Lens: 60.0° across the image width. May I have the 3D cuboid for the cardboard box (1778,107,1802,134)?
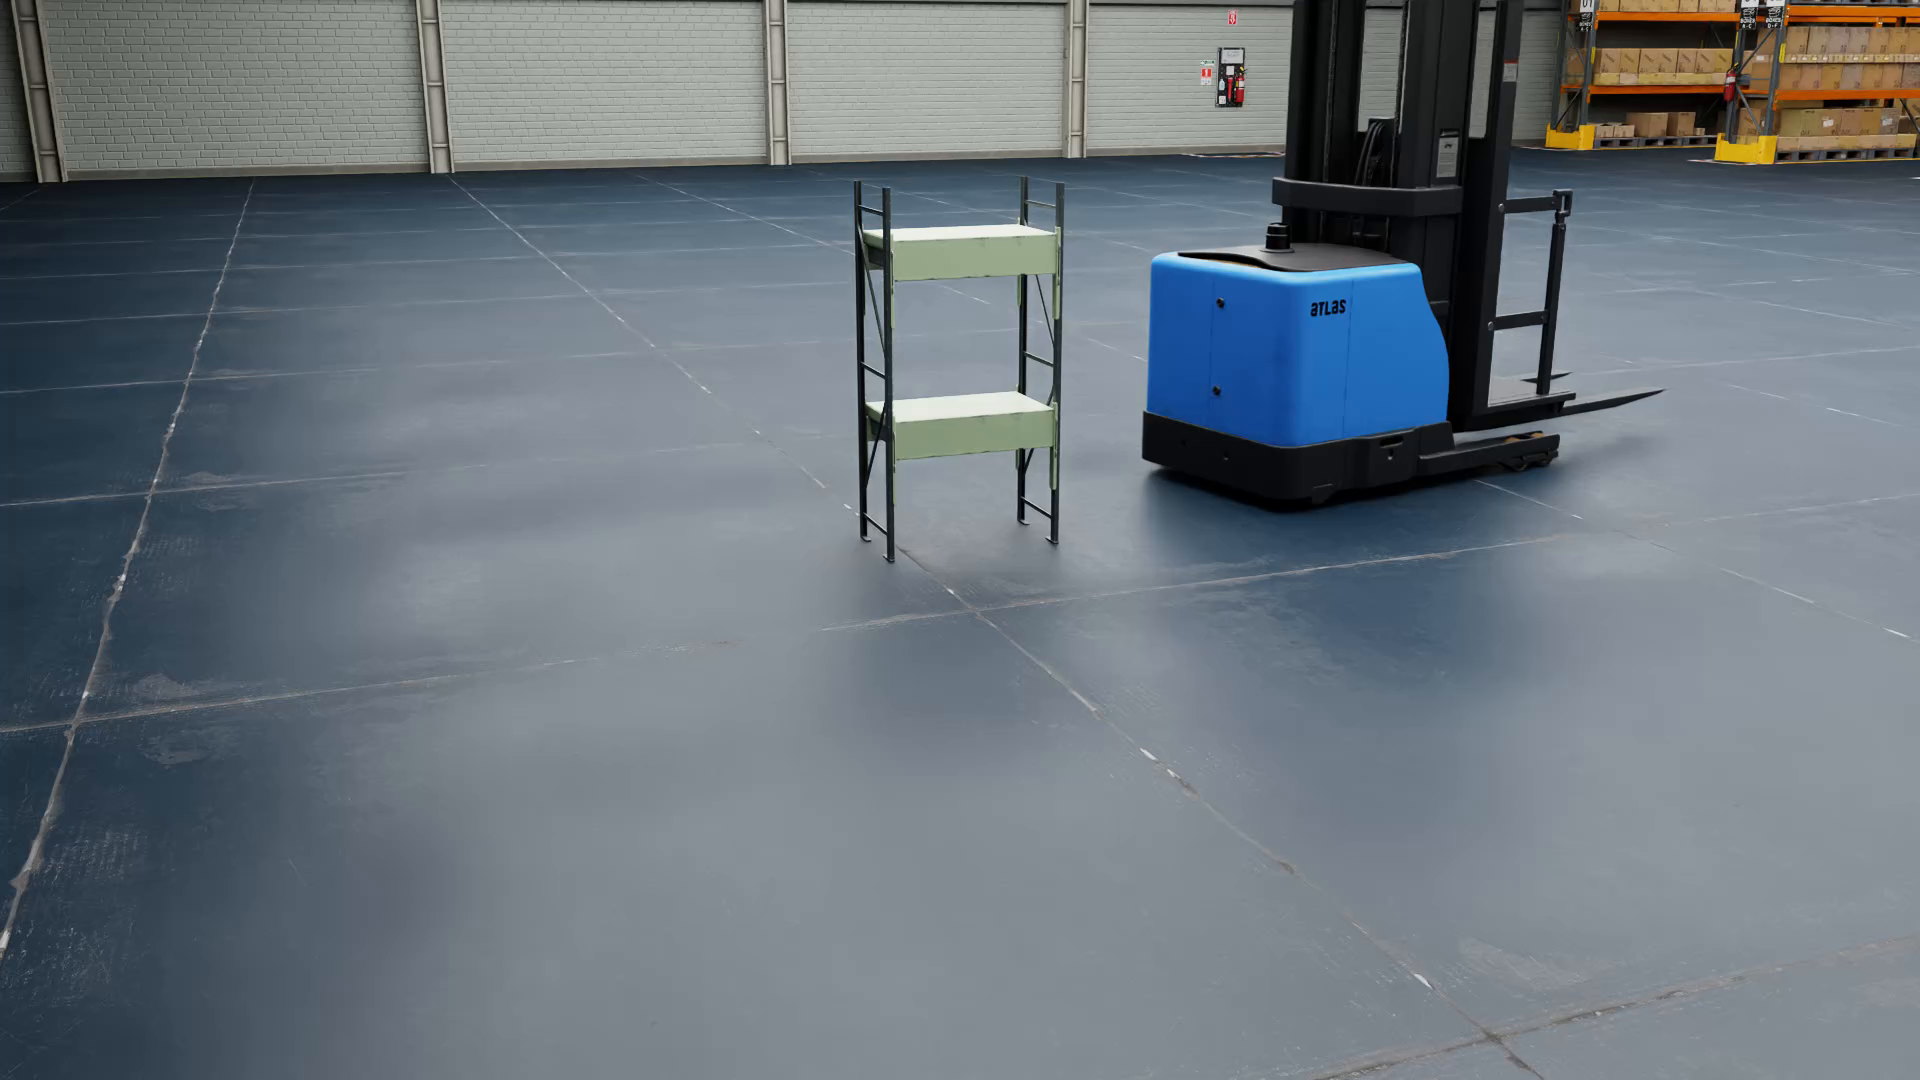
[{"bbox_3d":[16.209,-8.099,32.157,0.500,0.500,0.500,-6,17,-20],"label":"cardboard box"}]

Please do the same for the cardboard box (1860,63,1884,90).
[{"bbox_3d":[17.250,-8.920,31.973,0.500,0.500,0.700,-6,17,-19],"label":"cardboard box"}]

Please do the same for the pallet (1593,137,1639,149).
[{"bbox_3d":[13.953,-8.665,36.230,1.213,0.211,1.003,-6,17,-20],"label":"pallet"}]

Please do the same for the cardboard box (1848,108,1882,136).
[{"bbox_3d":[17.330,-8.062,32.032,0.500,0.500,0.500,-6,17,-20],"label":"cardboard box"}]

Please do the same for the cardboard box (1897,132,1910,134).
[{"bbox_3d":[18.905,-8.023,33.231,0.500,0.250,0.500,-6,18,-21],"label":"cardboard box"}]

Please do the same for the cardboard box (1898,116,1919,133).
[{"bbox_3d":[18.897,-8.290,33.146,0.500,0.311,0.500,-6,17,-20],"label":"cardboard box"}]

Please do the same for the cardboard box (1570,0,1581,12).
[{"bbox_3d":[13.410,-11.528,35.495,0.500,0.500,0.500,-5,17,-16],"label":"cardboard box"}]

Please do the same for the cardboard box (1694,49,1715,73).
[{"bbox_3d":[16.051,-10.442,36.234,0.500,0.500,0.500,-6,17,-20],"label":"cardboard box"}]

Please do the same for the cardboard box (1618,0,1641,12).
[{"bbox_3d":[14.027,-11.432,35.168,0.500,0.500,0.500,-5,17,-16],"label":"cardboard box"}]

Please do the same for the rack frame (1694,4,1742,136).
[{"bbox_3d":[16.846,-10.326,36.938,0.127,3.000,1.000,-6,17,-20],"label":"rack frame"}]

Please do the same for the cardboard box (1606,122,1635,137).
[{"bbox_3d":[14.321,-8.947,36.234,0.500,0.311,0.500,-5,17,-15],"label":"cardboard box"}]

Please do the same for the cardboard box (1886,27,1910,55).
[{"bbox_3d":[17.738,-9.596,31.971,0.500,0.500,0.700,-6,17,-20],"label":"cardboard box"}]

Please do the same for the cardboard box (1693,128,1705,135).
[{"bbox_3d":[16.357,-9.116,37.064,0.250,0.166,0.380,-9,18,-27],"label":"cardboard box"}]

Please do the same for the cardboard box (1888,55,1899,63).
[{"bbox_3d":[17.724,-9.220,31.843,0.250,0.149,0.380,-6,17,-20],"label":"cardboard box"}]

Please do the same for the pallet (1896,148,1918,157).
[{"bbox_3d":[19.296,-7.770,33.181,1.213,0.211,1.003,-6,17,-20],"label":"pallet"}]

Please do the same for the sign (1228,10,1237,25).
[{"bbox_3d":[5.488,-10.514,33.465,0.199,0.298,0.001,-6,17,-20],"label":"sign"}]

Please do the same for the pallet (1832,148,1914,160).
[{"bbox_3d":[17.864,-7.616,32.658,1.213,0.211,1.003,-6,17,-20],"label":"pallet"}]

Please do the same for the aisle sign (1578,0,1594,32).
[{"bbox_3d":[13.151,-11.084,34.904,0.004,0.787,0.394,-6,17,-20],"label":"aisle sign"}]

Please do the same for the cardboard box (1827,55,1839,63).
[{"bbox_3d":[16.294,-9.066,31.319,0.250,0.149,0.380,-7,18,-22],"label":"cardboard box"}]

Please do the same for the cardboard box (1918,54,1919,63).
[{"bbox_3d":[18.445,-9.298,32.110,0.250,0.149,0.380,-6,17,-20],"label":"cardboard box"}]

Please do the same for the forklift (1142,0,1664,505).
[{"bbox_3d":[2.413,-1.862,8.238,3.031,2.935,1.130,-10,19,-32],"label":"forklift"}]

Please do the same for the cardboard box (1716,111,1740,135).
[{"bbox_3d":[17.527,-9.416,37.495,0.500,0.500,0.700,-6,17,-18],"label":"cardboard box"}]

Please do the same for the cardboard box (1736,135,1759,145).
[{"bbox_3d":[15.282,-7.634,31.904,0.500,0.250,0.500,-6,17,-20],"label":"cardboard box"}]

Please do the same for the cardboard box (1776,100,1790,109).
[{"bbox_3d":[18.422,-9.875,37.726,0.500,0.250,0.500,-7,18,-22],"label":"cardboard box"}]

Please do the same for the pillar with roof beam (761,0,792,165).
[{"bbox_3d":[-1.813,-10.152,25.697,0.400,9.000,9.100,-6,17,-20],"label":"pillar with roof beam"}]

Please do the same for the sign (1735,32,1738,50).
[{"bbox_3d":[14.705,-9.433,31.422,0.005,0.325,0.100,-6,17,-20],"label":"sign"}]

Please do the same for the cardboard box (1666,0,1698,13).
[{"bbox_3d":[15.482,-11.593,35.717,0.500,0.500,0.500,-7,18,-22],"label":"cardboard box"}]

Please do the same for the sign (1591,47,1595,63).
[{"bbox_3d":[13.305,-10.195,34.956,0.005,0.325,0.100,-6,17,-20],"label":"sign"}]

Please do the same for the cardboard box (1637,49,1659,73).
[{"bbox_3d":[14.614,-10.287,35.704,0.500,0.500,0.500,-7,18,-22],"label":"cardboard box"}]

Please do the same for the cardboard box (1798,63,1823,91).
[{"bbox_3d":[15.816,-8.766,31.447,0.500,0.500,0.700,-6,17,-19],"label":"cardboard box"}]

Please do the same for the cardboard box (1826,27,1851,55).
[{"bbox_3d":[16.336,-9.445,31.457,0.500,0.500,0.700,-6,17,-20],"label":"cardboard box"}]

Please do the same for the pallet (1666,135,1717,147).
[{"bbox_3d":[16.231,-8.911,37.068,1.213,0.211,1.003,-6,17,-20],"label":"pallet"}]

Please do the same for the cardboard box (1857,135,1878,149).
[{"bbox_3d":[17.335,-7.699,32.126,0.500,0.250,0.500,-6,17,-20],"label":"cardboard box"}]

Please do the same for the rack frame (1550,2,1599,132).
[{"bbox_3d":[13.111,-9.923,35.564,0.127,3.000,1.000,-6,17,-20],"label":"rack frame"}]

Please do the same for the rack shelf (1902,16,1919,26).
[{"bbox_3d":[20.489,-10.319,32.866,4.000,0.370,1.077,-6,17,-20],"label":"rack shelf"}]

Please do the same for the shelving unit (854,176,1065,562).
[{"bbox_3d":[-0.006,-0.719,6.885,0.755,1.500,0.431,-6,17,-20],"label":"shelving unit"}]

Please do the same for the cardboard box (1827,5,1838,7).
[{"bbox_3d":[19.337,-12.121,37.509,0.637,0.503,0.797,-4,17,-12],"label":"cardboard box"}]

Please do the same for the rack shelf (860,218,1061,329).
[{"bbox_3d":[-0.006,-1.093,6.775,0.720,0.370,0.431,-6,17,-20],"label":"rack shelf"}]

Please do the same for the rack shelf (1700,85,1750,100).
[{"bbox_3d":[18.713,-10.182,37.726,4.000,0.370,1.077,-6,17,-20],"label":"rack shelf"}]

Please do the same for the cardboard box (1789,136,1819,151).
[{"bbox_3d":[15.933,-7.549,31.615,0.500,0.250,0.500,-6,17,-20],"label":"cardboard box"}]

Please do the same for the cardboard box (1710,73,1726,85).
[{"bbox_3d":[16.512,-10.136,36.522,0.500,0.250,0.500,-6,17,-20],"label":"cardboard box"}]

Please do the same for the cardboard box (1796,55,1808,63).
[{"bbox_3d":[15.576,-8.989,31.057,0.250,0.149,0.380,-7,18,-22],"label":"cardboard box"}]

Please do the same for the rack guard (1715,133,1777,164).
[{"bbox_3d":[14.864,-7.418,31.471,0.348,0.500,1.175,-6,17,-20],"label":"rack guard"}]

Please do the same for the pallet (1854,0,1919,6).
[{"bbox_3d":[17.835,-10.327,31.774,1.213,0.211,1.003,-6,17,-20],"label":"pallet"}]

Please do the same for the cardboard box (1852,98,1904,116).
[{"bbox_3d":[21.315,-9.939,38.690,0.750,0.750,0.750,-6,18,-21],"label":"cardboard box"}]

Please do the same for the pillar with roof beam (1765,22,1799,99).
[{"bbox_3d":[20.598,-12.571,33.937,0.400,9.000,9.100,-6,17,-20],"label":"pillar with roof beam"}]

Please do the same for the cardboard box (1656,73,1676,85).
[{"bbox_3d":[15.110,-9.982,35.998,0.500,0.250,0.500,-6,17,-20],"label":"cardboard box"}]

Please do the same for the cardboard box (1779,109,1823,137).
[{"bbox_3d":[15.933,-7.908,31.508,0.500,0.500,0.500,-6,17,-20],"label":"cardboard box"}]

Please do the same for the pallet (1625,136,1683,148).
[{"bbox_3d":[15.090,-8.787,36.646,1.213,0.211,1.003,-6,17,-20],"label":"pallet"}]

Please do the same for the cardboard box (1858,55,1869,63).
[{"bbox_3d":[17.011,-9.143,31.581,0.250,0.149,0.380,-6,17,-18],"label":"cardboard box"}]

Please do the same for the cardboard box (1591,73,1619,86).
[{"bbox_3d":[13.680,-9.826,35.466,0.500,0.250,0.500,-7,18,-22],"label":"cardboard box"}]
